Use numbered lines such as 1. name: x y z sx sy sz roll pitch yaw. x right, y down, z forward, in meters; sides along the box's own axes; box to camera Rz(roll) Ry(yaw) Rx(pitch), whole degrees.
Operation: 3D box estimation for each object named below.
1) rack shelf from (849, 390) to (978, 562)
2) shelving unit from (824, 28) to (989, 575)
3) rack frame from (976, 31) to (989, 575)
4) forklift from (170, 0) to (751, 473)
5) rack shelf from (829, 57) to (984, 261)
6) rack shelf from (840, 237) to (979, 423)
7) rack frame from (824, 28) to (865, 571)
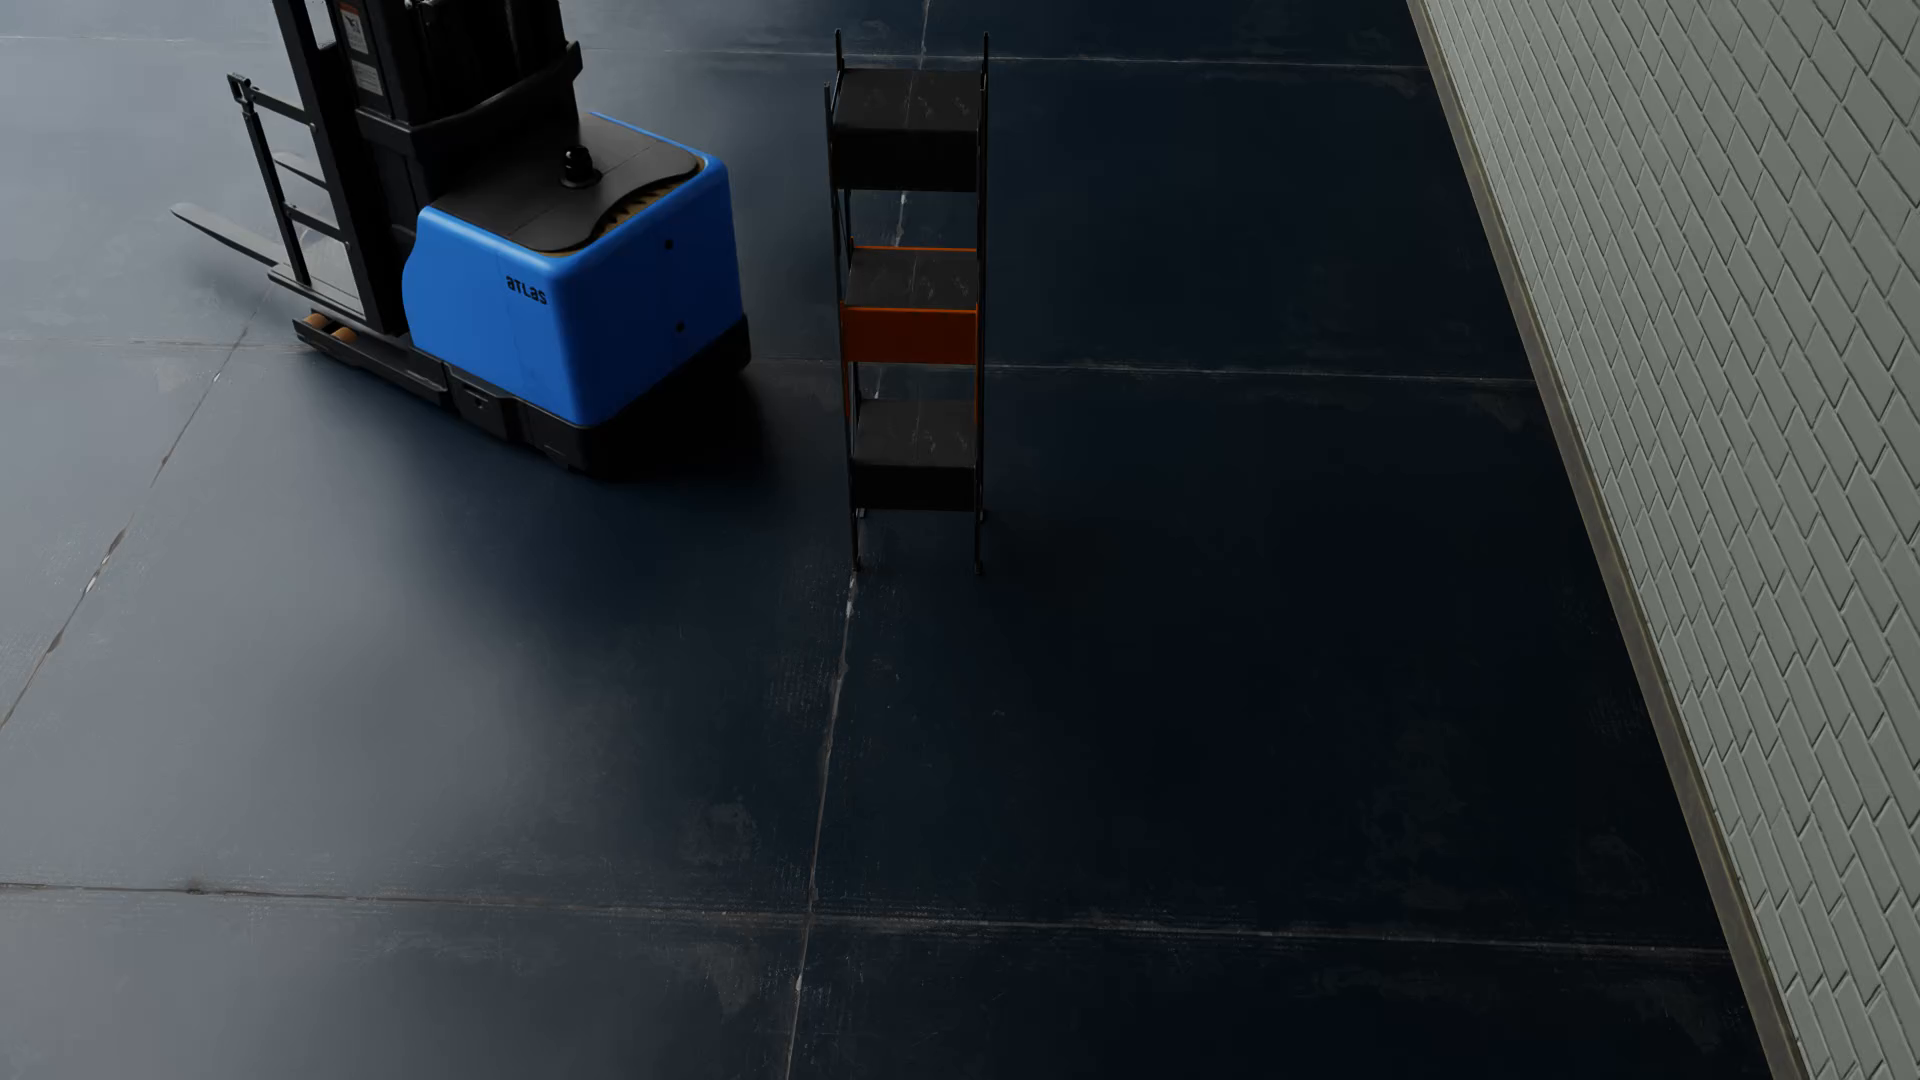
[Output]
1. rack shelf: -0.165 -0.251 6.526 0.480 0.518 0.431 2 43 2
2. shelving unit: -0.165 -0.773 6.040 0.503 2.100 0.431 2 43 2
3. rack frame: 0.078 -0.766 6.032 0.015 2.100 0.400 2 43 2
4. forklift: -2.449 -2.148 6.906 3.031 2.935 1.130 25 48 24
5. rack shelf: -0.165 -1.276 5.572 0.480 0.518 0.431 2 43 2
6. rack shelf: -0.165 -0.763 6.049 0.480 0.518 0.431 2 43 2
7. rack frame: -0.409 -0.781 6.048 0.015 2.100 0.400 2 43 2
